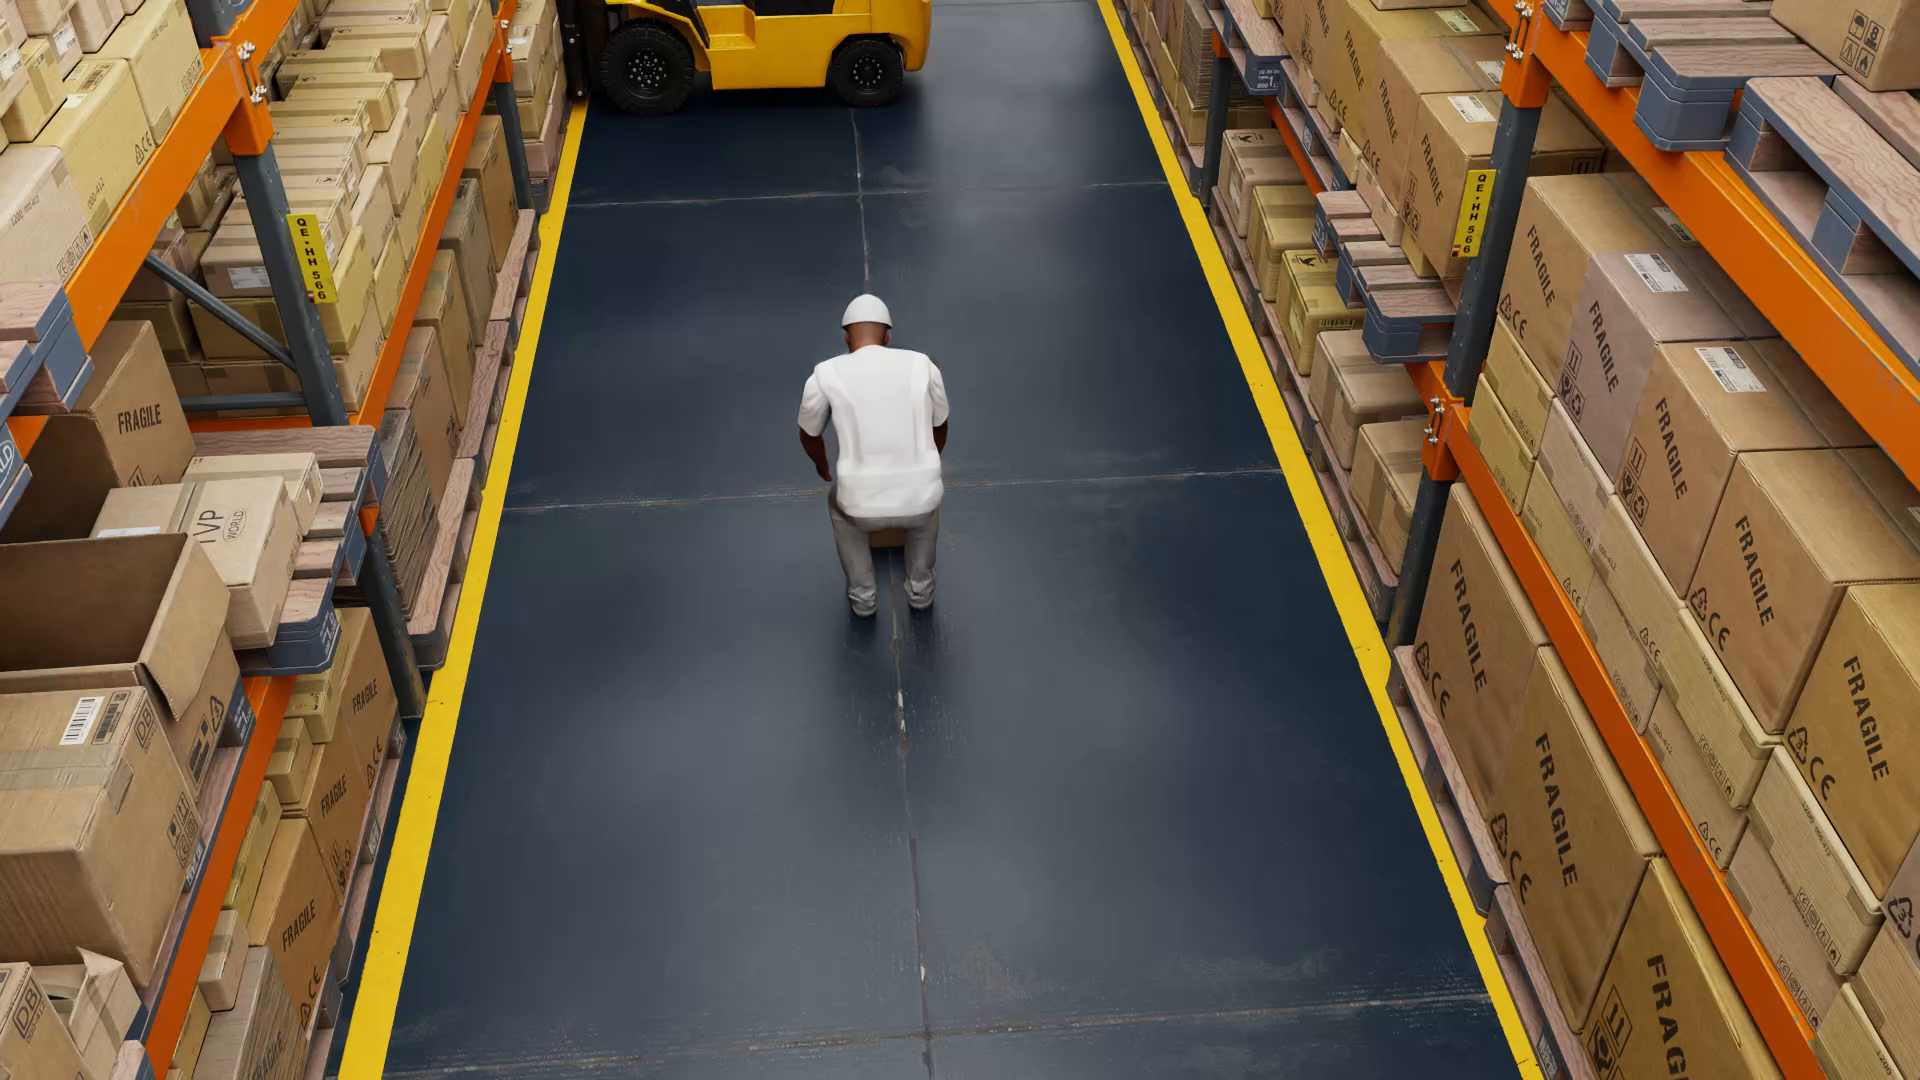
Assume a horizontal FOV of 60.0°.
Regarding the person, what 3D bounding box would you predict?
[{"bbox_3d":[-0.347,-0.303,6.897,0.627,1.283,0.817,-3,39,-4],"label":"person"}]
